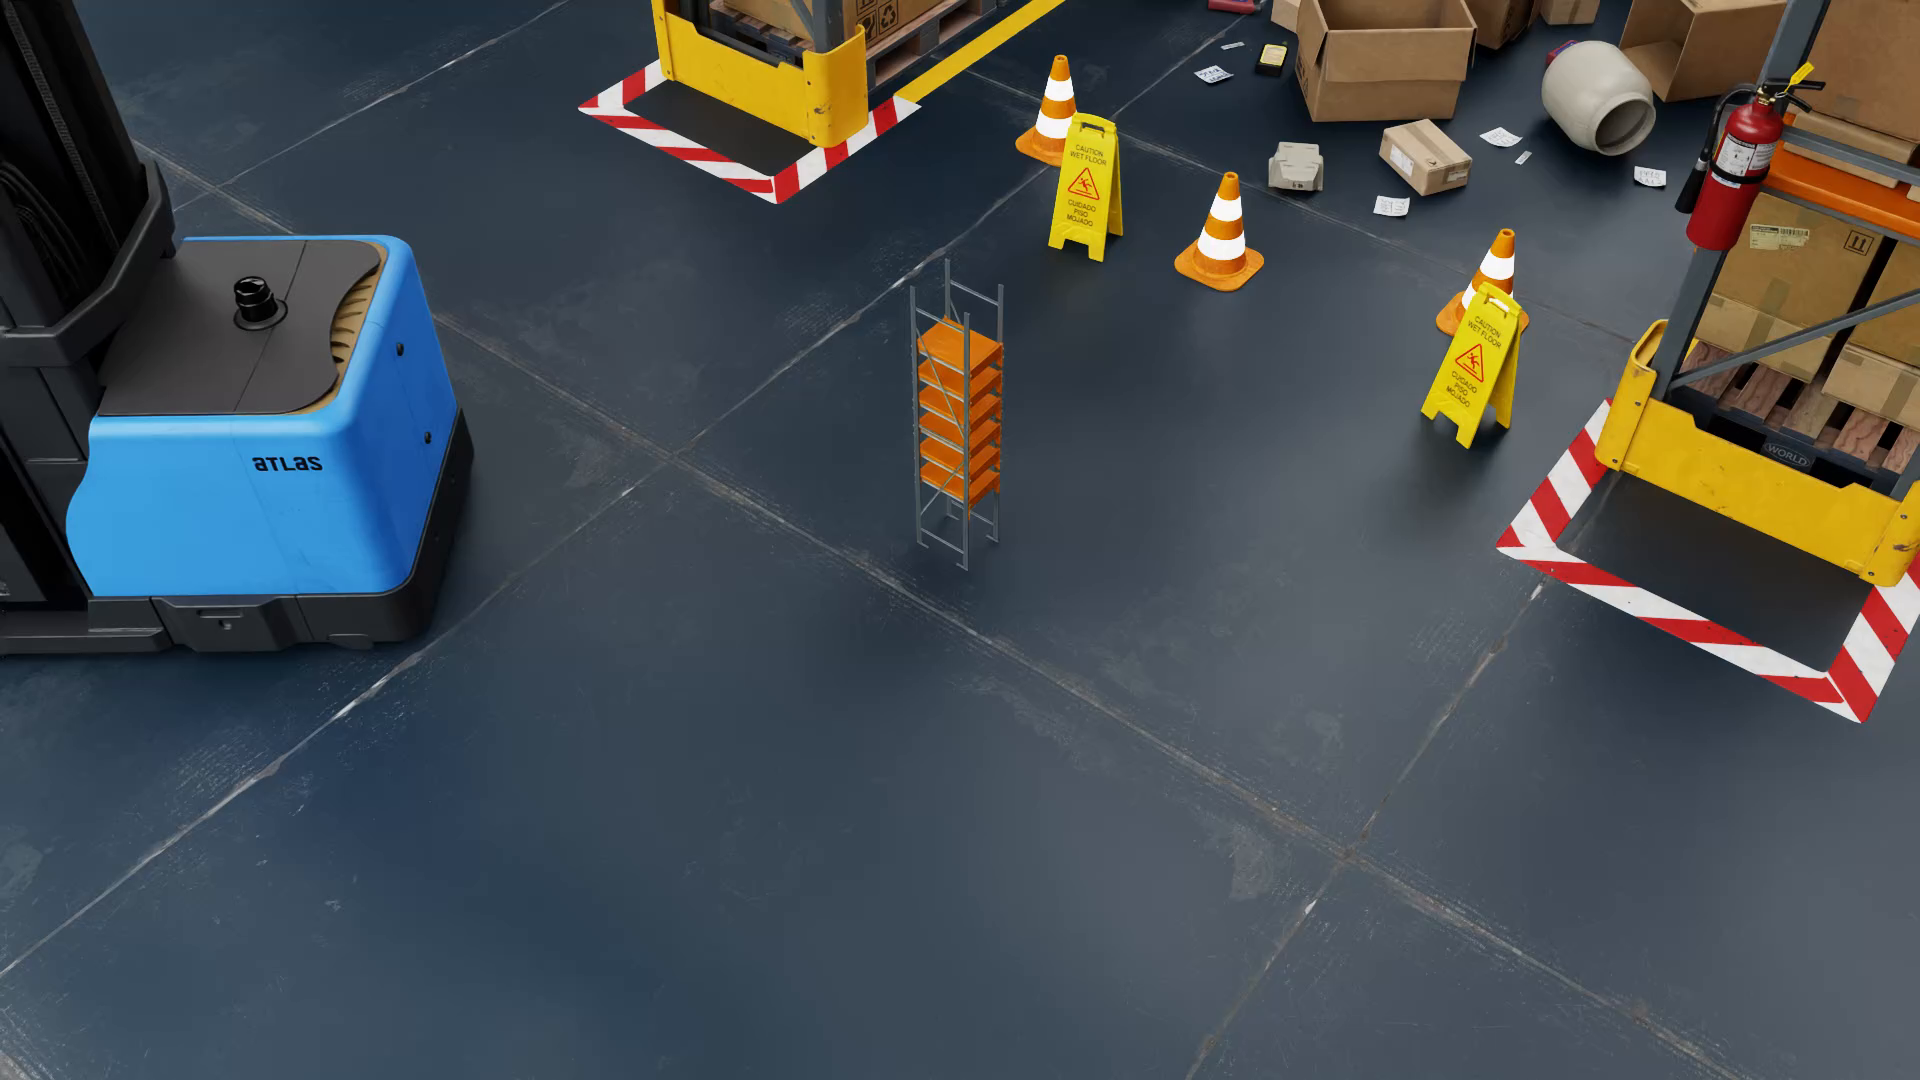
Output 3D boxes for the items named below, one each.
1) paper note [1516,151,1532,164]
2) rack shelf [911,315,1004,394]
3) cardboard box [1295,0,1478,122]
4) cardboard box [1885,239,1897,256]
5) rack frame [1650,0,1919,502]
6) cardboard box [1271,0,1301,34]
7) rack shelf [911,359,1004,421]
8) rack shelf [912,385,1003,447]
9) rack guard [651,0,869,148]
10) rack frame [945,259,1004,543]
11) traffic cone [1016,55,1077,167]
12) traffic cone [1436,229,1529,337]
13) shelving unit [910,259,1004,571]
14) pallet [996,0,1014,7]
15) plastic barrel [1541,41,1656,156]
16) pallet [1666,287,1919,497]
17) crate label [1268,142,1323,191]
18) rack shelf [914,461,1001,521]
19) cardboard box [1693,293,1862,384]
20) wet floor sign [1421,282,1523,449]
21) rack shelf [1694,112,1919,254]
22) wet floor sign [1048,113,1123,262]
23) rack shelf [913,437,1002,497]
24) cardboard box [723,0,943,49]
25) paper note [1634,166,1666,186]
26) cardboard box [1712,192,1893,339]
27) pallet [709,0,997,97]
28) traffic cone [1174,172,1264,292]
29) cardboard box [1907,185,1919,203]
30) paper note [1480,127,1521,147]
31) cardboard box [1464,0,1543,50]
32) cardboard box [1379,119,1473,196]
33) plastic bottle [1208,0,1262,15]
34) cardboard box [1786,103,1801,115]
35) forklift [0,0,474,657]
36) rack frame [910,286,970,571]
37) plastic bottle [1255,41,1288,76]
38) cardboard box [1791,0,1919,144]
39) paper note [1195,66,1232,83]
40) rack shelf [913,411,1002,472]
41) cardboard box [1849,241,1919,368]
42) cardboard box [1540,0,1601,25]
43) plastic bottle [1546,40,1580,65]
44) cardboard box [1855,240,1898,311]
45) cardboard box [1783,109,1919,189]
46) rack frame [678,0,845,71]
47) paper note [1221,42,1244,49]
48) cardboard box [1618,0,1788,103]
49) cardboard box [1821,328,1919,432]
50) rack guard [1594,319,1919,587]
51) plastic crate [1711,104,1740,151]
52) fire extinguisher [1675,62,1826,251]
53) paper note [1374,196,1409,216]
[{"bbox_3d":[2.711,-1.840,8.001,0.032,0.001,0.123,29,53,25],"label":"paper note"},{"bbox_3d":[-0.009,-0.624,5.580,0.258,0.103,0.180,29,53,25],"label":"rack shelf"},{"bbox_3d":[2.072,-2.419,8.213,0.797,0.503,0.637,-2,46,-2],"label":"cardboard box"},{"bbox_3d":[3.601,-1.485,6.687,0.500,0.500,0.500,31,54,26],"label":"cardboard box"},{"bbox_3d":[3.002,-1.157,5.281,1.000,3.000,0.127,29,53,25],"label":"rack frame"},{"bbox_3d":[1.875,-2.834,8.774,0.258,0.266,0.396,-33,55,-28],"label":"cardboard box"},{"bbox_3d":[-0.009,-0.541,5.667,0.258,0.103,0.180,29,53,25],"label":"rack shelf"},{"bbox_3d":[-0.009,-0.458,5.754,0.258,0.103,0.180,29,53,25],"label":"rack shelf"},{"bbox_3d":[-0.992,-2.410,8.207,1.175,0.500,0.348,29,53,25],"label":"rack guard"},{"bbox_3d":[0.047,-0.459,5.858,0.240,1.200,0.006,29,53,25],"label":"rack frame"},{"bbox_3d":[0.471,-2.087,7.924,0.336,0.463,0.334,29,53,25],"label":"traffic cone"},{"bbox_3d":[2.244,-1.097,6.978,0.336,0.463,0.334,29,53,25],"label":"traffic cone"},{"bbox_3d":[-0.009,-0.406,5.808,0.258,1.200,0.189,29,53,25],"label":"shelving unit"},{"bbox_3d":[0.196,-3.512,9.459,1.003,0.211,1.213,29,53,25],"label":"pallet"},{"bbox_3d":[3.066,-2.118,7.981,0.421,0.421,0.512,-9,47,-8],"label":"plastic barrel"},{"bbox_3d":[3.573,-0.687,6.760,1.003,0.211,1.213,29,53,25],"label":"pallet"},{"bbox_3d":[1.589,-1.758,7.835,0.250,0.136,0.298,6,47,5],"label":"crate label"},{"bbox_3d":[-0.009,-0.210,6.014,0.258,0.103,0.180,29,53,25],"label":"rack shelf"},{"bbox_3d":[3.298,-0.948,6.692,0.500,0.250,0.500,29,53,25],"label":"cardboard box"},{"bbox_3d":[2.039,-0.708,6.480,0.232,0.644,0.267,-25,51,-22],"label":"wet floor sign"},{"bbox_3d":[4.224,-2.053,6.634,1.077,0.370,4.000,29,53,25],"label":"rack shelf"},{"bbox_3d":[0.572,-1.582,7.315,0.267,0.644,0.232,21,50,19],"label":"wet floor sign"},{"bbox_3d":[-0.009,-0.293,5.927,0.258,0.103,0.180,29,53,25],"label":"rack shelf"},{"bbox_3d":[-0.615,-3.116,8.331,0.875,0.875,0.875,29,53,25],"label":"cardboard box"},{"bbox_3d":[3.272,-1.726,7.878,0.142,0.019,0.148,13,48,12],"label":"paper note"},{"bbox_3d":[3.285,-1.185,6.400,0.500,0.500,0.500,30,53,25],"label":"cardboard box"},{"bbox_3d":[-0.550,-2.816,8.795,1.003,0.211,1.213,29,53,25],"label":"pallet"},{"bbox_3d":[1.157,-1.393,7.261,0.336,0.463,0.334,29,53,25],"label":"traffic cone"},{"bbox_3d":[3.373,-1.173,5.470,0.380,0.149,0.250,29,53,25],"label":"cardboard box"},{"bbox_3d":[2.642,-1.968,8.117,0.142,0.019,0.148,-25,51,-22],"label":"paper note"},{"bbox_3d":[2.637,-3.005,8.678,0.797,0.637,0.503,29,53,25],"label":"cardboard box"},{"bbox_3d":[2.204,-1.815,7.881,0.250,0.149,0.380,-17,49,-15],"label":"cardboard box"},{"bbox_3d":[1.494,-2.902,8.980,0.283,0.061,0.133,13,48,12],"label":"plastic bottle"},{"bbox_3d":[3.128,-1.573,5.852,0.380,0.149,0.250,29,53,25],"label":"cardboard box"},{"bbox_3d":[-3.397,-0.970,5.150,3.031,2.935,1.130,-1,46,-1],"label":"forklift"},{"bbox_3d":[-0.065,-0.354,5.758,0.240,1.200,0.006,29,53,25],"label":"rack frame"},{"bbox_3d":[1.617,-2.499,8.595,0.133,0.061,0.283,13,48,12],"label":"plastic bottle"},{"bbox_3d":[3.115,-1.727,5.550,0.500,0.500,0.500,28,53,24],"label":"cardboard box"},{"bbox_3d":[1.299,-2.384,8.508,0.142,0.017,0.144,-25,51,-22],"label":"paper note"},{"bbox_3d":[-0.009,-0.375,5.840,0.258,0.103,0.180,29,53,25],"label":"rack shelf"},{"bbox_3d":[3.728,-0.965,6.189,0.500,0.500,0.500,28,52,24],"label":"cardboard box"},{"bbox_3d":[3.251,-2.984,8.917,0.258,0.266,0.396,-2,46,-2],"label":"cardboard box"},{"bbox_3d":[3.174,-2.522,8.616,0.283,0.061,0.133,-33,55,-28],"label":"plastic bottle"},{"bbox_3d":[3.606,-1.227,6.959,0.500,0.250,0.500,29,53,25],"label":"cardboard box"},{"bbox_3d":[3.061,-1.379,5.666,0.380,0.149,0.250,31,54,26],"label":"cardboard box"},{"bbox_3d":[-0.977,-3.288,7.316,1.000,3.000,0.127,29,53,25],"label":"rack frame"},{"bbox_3d":[1.430,-2.592,8.719,0.123,0.001,0.032,-17,49,-15],"label":"paper note"},{"bbox_3d":[3.715,-2.572,8.359,0.500,0.500,0.500,-9,47,-8],"label":"cardboard box"},{"bbox_3d":[3.714,-0.692,6.447,0.500,0.250,0.500,29,53,25],"label":"cardboard box"},{"bbox_3d":[3.048,-0.337,6.226,1.175,0.500,0.348,29,53,25],"label":"rack guard"},{"bbox_3d":[3.838,-1.902,8.011,0.402,0.080,0.583,13,48,12],"label":"plastic crate"},{"bbox_3d":[2.567,-1.269,5.441,0.296,0.674,0.183,29,53,25],"label":"fire extinguisher"},{"bbox_3d":[2.004,-1.552,7.712,0.148,0.019,0.142,13,48,12],"label":"paper note"}]
